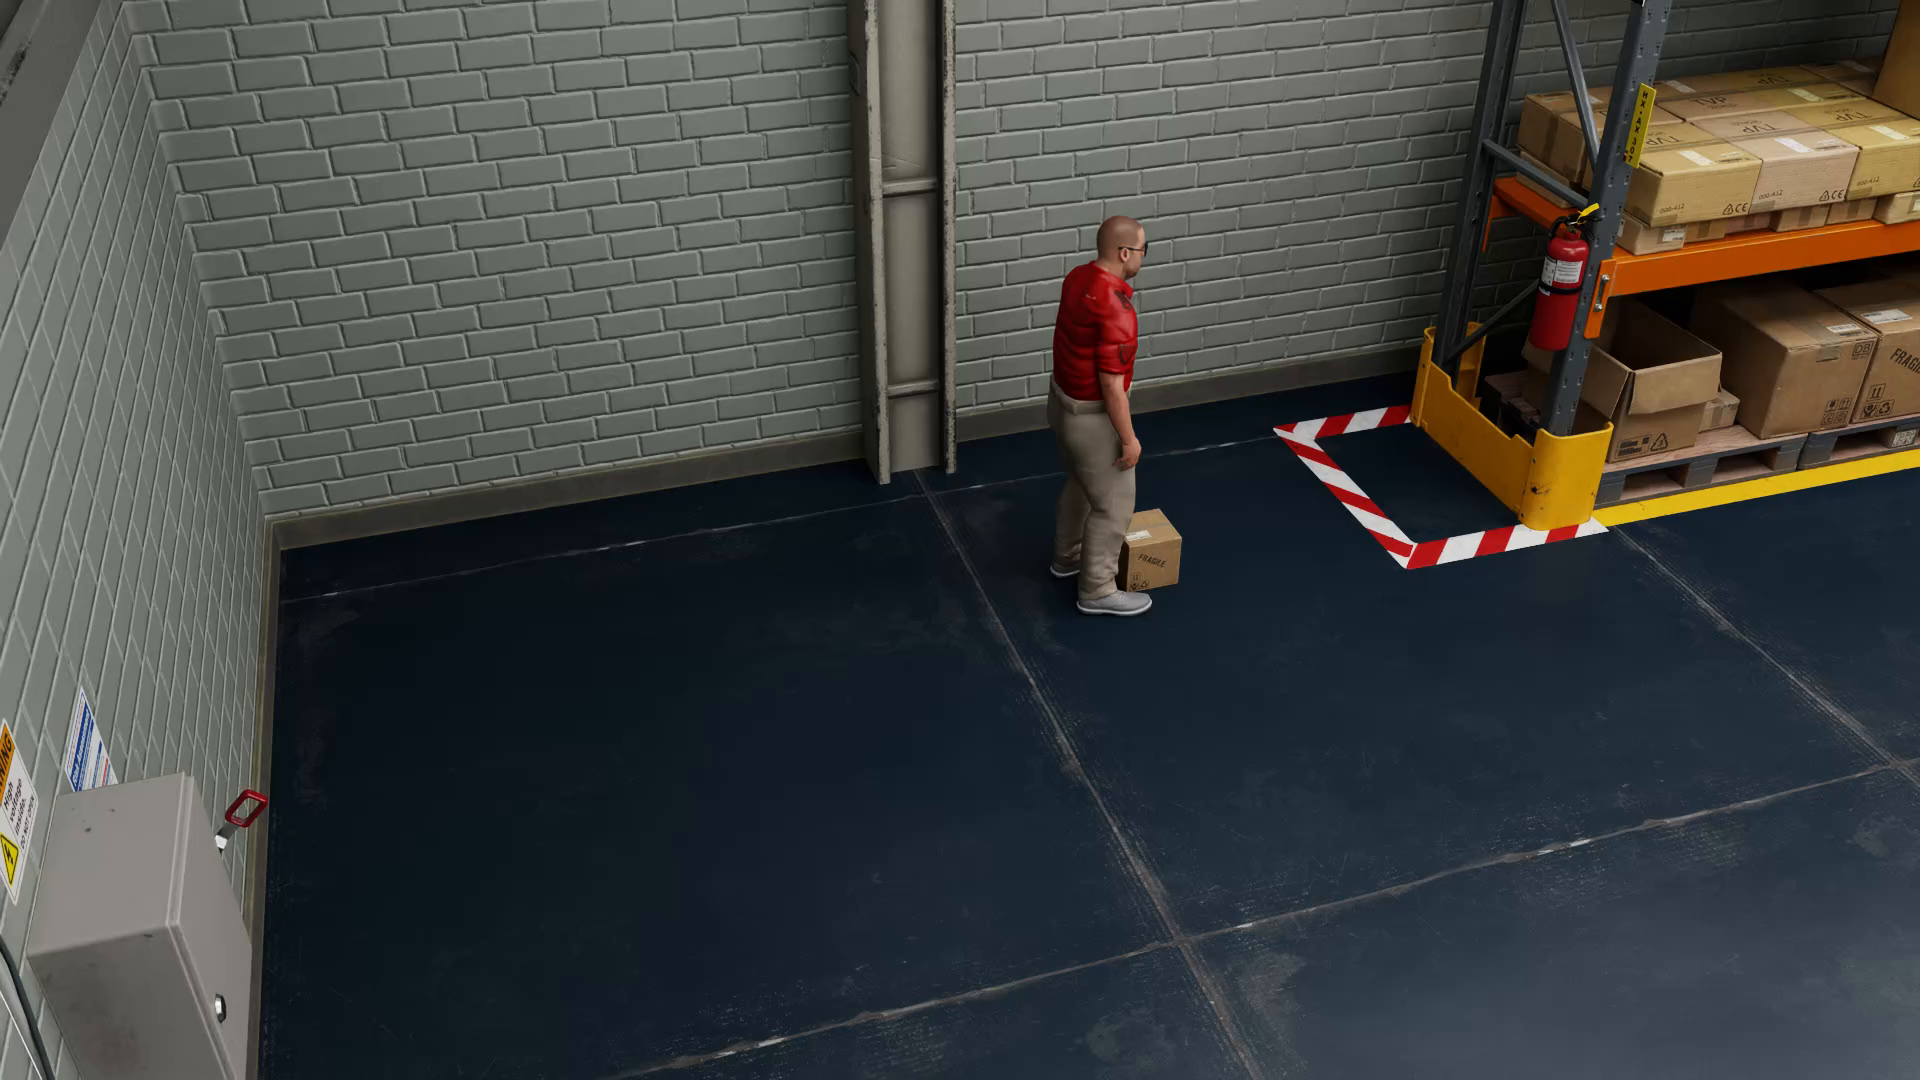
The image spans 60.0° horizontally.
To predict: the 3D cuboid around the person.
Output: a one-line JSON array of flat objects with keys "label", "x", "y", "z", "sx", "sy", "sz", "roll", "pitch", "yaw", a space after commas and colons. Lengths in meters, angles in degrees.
[{"label": "person", "x": 0.579, "y": -0.521, "z": 6.935, "sx": 0.391, "sy": 1.727, "sz": 0.584, "roll": -10, "pitch": 35, "yaw": -15}]
